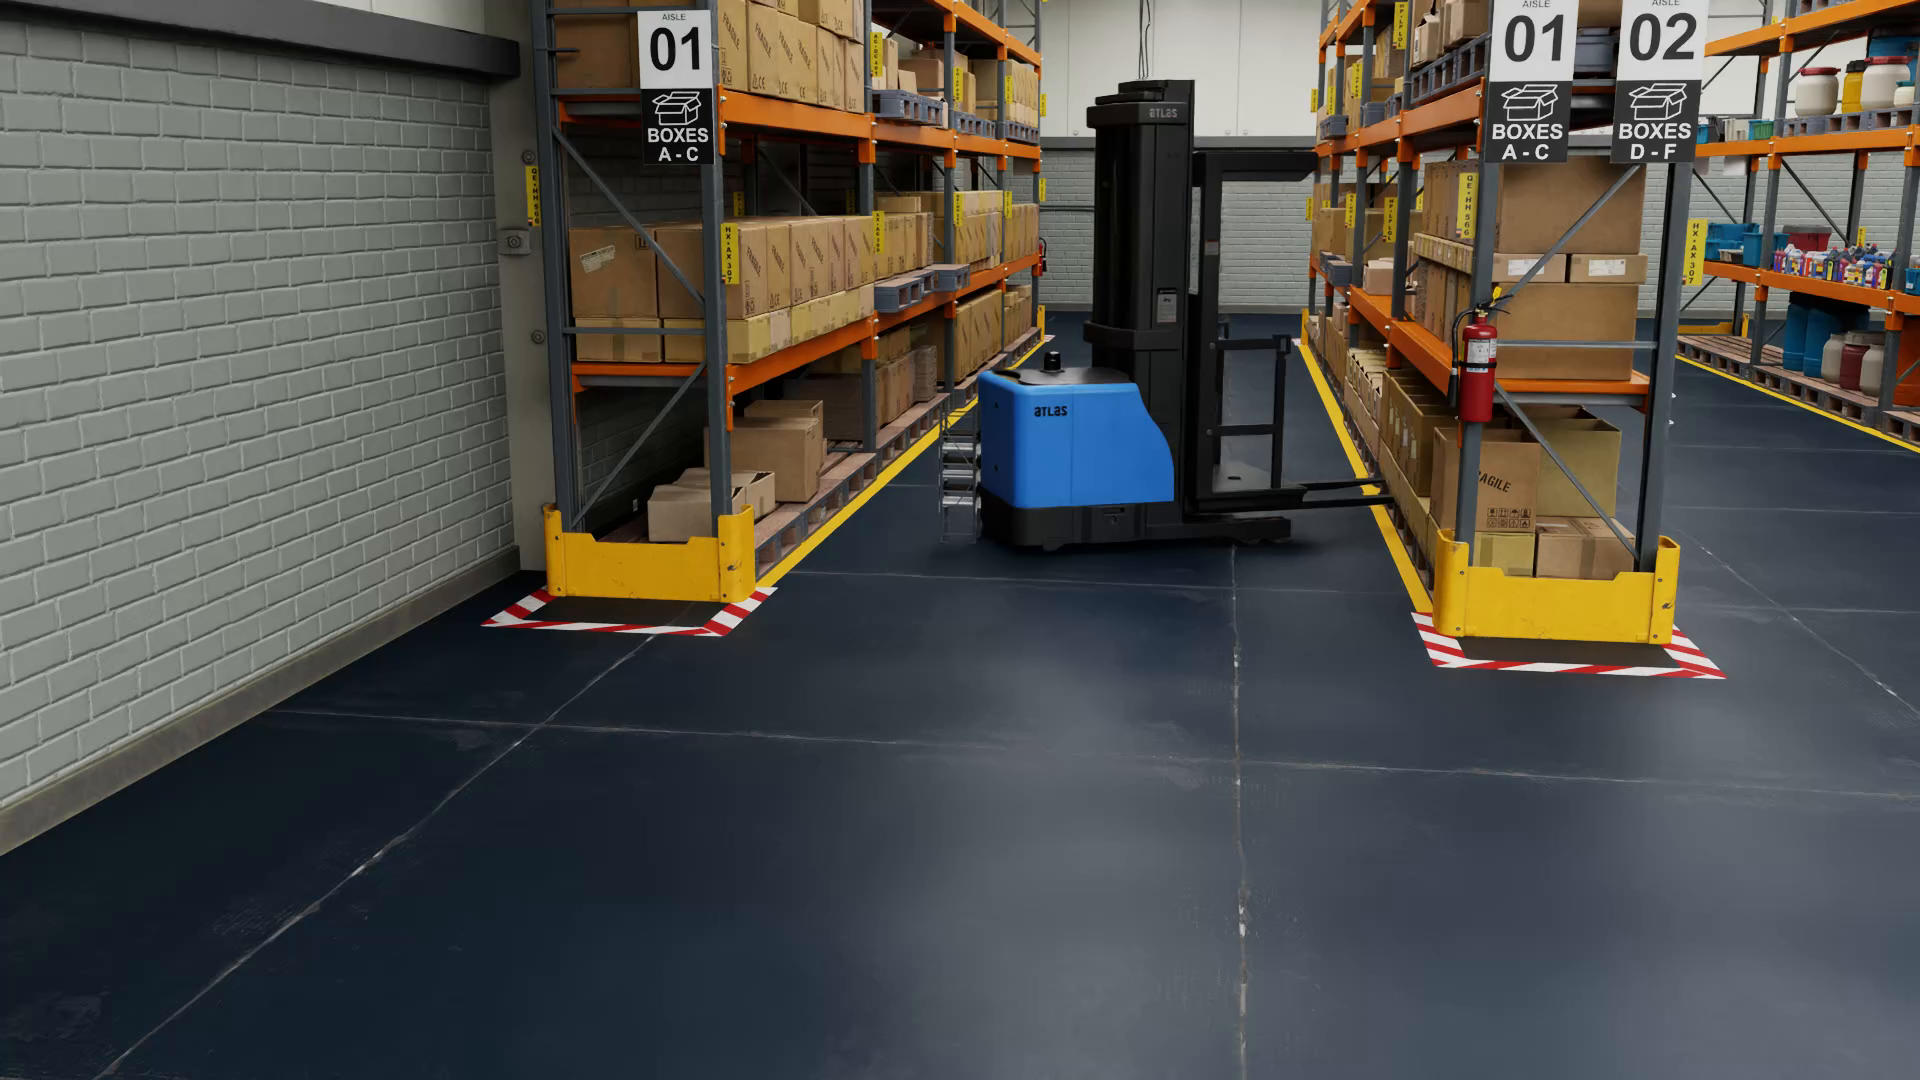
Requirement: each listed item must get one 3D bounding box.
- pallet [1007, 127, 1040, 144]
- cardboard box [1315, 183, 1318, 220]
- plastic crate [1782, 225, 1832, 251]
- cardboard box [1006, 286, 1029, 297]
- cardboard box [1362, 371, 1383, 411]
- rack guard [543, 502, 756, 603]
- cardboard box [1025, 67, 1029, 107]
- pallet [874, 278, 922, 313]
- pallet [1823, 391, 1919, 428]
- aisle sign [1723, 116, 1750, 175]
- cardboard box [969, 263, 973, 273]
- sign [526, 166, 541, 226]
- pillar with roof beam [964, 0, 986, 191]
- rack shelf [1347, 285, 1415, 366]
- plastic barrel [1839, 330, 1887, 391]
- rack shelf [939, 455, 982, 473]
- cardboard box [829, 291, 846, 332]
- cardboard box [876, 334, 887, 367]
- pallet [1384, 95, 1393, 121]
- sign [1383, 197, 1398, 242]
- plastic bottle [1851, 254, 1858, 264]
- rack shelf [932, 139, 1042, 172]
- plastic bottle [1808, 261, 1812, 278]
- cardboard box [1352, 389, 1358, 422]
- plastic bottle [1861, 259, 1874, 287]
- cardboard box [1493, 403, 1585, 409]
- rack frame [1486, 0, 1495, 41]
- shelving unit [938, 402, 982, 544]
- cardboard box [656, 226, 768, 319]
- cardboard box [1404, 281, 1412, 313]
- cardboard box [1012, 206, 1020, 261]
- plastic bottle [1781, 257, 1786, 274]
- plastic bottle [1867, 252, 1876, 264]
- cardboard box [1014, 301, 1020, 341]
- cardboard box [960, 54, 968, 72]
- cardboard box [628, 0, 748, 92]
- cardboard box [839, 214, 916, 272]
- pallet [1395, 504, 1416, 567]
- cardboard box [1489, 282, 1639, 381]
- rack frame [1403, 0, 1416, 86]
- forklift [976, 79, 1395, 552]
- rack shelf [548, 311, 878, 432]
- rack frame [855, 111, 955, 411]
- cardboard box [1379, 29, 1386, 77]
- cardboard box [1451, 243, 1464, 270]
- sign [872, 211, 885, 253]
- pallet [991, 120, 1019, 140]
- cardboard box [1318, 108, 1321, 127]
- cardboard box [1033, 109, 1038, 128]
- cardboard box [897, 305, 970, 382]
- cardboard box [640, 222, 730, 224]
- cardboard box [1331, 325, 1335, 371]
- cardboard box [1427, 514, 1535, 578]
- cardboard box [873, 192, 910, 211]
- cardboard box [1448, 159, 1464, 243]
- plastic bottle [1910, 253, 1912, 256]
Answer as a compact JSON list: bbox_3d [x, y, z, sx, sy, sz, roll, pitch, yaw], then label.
[{"bbox_3d":[0.568,-5.748,23.637,1.003,0.211,1.213,2,12,9],"label":"pallet"},{"bbox_3d":[5.165,-4.665,22.909,0.500,0.500,0.500,2,12,9],"label":"cardboard box"},{"bbox_3d":[10.230,-3.565,20.120,0.402,0.464,0.583,2,12,9],"label":"plastic crate"},{"bbox_3d":[0.784,-3.546,23.723,0.380,0.149,0.250,2,12,10],"label":"cardboard box"},{"bbox_3d":[3.653,-1.264,13.935,0.500,0.311,0.500,2,12,8],"label":"cardboard box"},{"bbox_3d":[-1.778,0.057,9.543,1.175,0.500,0.348,2,12,9],"label":"rack guard"},{"bbox_3d":[0.669,-6.120,22.493,0.500,0.500,0.500,1,12,6],"label":"cardboard box"},{"bbox_3d":[-0.913,-2.043,13.807,1.003,0.211,1.213,2,12,9],"label":"pallet"},{"bbox_3d":[9.310,-1.296,16.506,1.003,0.211,1.213,2,12,9],"label":"pallet"},{"bbox_3d":[10.761,-5.435,22.924,0.394,0.787,0.004,2,12,9],"label":"aisle sign"},{"bbox_3d":[-0.054,-3.082,18.725,0.380,0.149,0.250,2,12,9],"label":"cardboard box"},{"bbox_3d":[-2.335,-1.892,9.154,0.100,0.325,0.005,2,12,9],"label":"sign"},{"bbox_3d":[4.486,-7.863,26.120,9.100,9.000,0.400,2,12,9],"label":"pillar with roof beam"},{"bbox_3d":[4.029,-1.887,14.337,1.077,0.370,4.000,2,12,9],"label":"rack shelf"},{"bbox_3d":[9.462,-1.858,17.220,0.600,0.588,0.708,2,12,9],"label":"plastic barrel"},{"bbox_3d":[0.001,-0.497,10.894,0.258,0.077,0.200,2,12,9],"label":"rack shelf"},{"bbox_3d":[-1.095,-1.601,11.613,0.500,0.250,0.500,2,12,8],"label":"cardboard box"},{"bbox_3d":[-0.937,-1.696,14.851,0.500,0.250,0.500,2,12,7],"label":"cardboard box"},{"bbox_3d":[4.151,-3.652,14.147,1.003,0.211,1.213,2,12,11],"label":"pallet"},{"bbox_3d":[3.183,-2.365,12.288,0.100,0.325,0.005,2,12,9],"label":"sign"},{"bbox_3d":[9.217,-2.806,17.173,0.061,0.283,0.133,2,12,9],"label":"plastic bottle"},{"bbox_3d":[0.364,-5.178,22.489,1.077,0.370,4.000,2,12,9],"label":"rack shelf"},{"bbox_3d":[9.210,-2.929,17.937,0.097,0.201,0.097,0,12,0],"label":"plastic bottle"},{"bbox_3d":[3.815,-1.204,14.988,0.500,0.250,0.500,2,12,7],"label":"cardboard box"},{"bbox_3d":[8.972,-2.641,16.433,0.097,0.271,0.097,0,12,0],"label":"plastic bottle"},{"bbox_3d":[3.641,-0.634,10.565,0.500,0.500,0.500,2,12,9],"label":"cardboard box"},{"bbox_3d":[3.106,-3.922,7.834,1.000,3.000,0.127,2,12,9],"label":"rack frame"},{"bbox_3d":[0.001,-0.442,10.906,0.258,0.900,0.210,2,12,9],"label":"shelving unit"},{"bbox_3d":[-1.419,-1.542,9.557,0.500,0.500,0.500,2,12,9],"label":"cardboard box"},{"bbox_3d":[3.675,-1.946,13.220,0.396,0.266,0.258,2,12,7],"label":"cardboard box"},{"bbox_3d":[0.273,-4.058,21.992,0.980,0.700,0.700,2,12,7],"label":"cardboard box"},{"bbox_3d":[9.347,-3.114,18.796,0.097,0.201,0.097,0,12,0],"label":"plastic bottle"},{"bbox_3d":[9.823,-2.962,17.923,0.097,0.271,0.097,0,12,0],"label":"plastic bottle"},{"bbox_3d":[0.434,-2.994,22.704,0.700,0.500,0.500,2,12,10],"label":"cardboard box"},{"bbox_3d":[-0.209,-5.565,19.516,0.500,0.250,0.500,3,12,13],"label":"cardboard box"},{"bbox_3d":[-1.491,-2.736,9.163,0.500,0.500,0.500,2,12,10],"label":"cardboard box"},{"bbox_3d":[-0.791,-2.720,15.215,0.700,0.500,0.500,2,12,9],"label":"cardboard box"},{"bbox_3d":[3.372,-0.040,10.679,1.003,0.211,1.213,2,12,9],"label":"pallet"},{"bbox_3d":[3.190,-1.135,8.904,0.700,0.500,0.500,2,12,9],"label":"cardboard box"},{"bbox_3d":[3.721,-4.755,11.697,1.000,3.000,0.127,2,12,9],"label":"rack frame"},{"bbox_3d":[1.681,-1.507,11.027,3.031,2.935,1.130,-3,13,-14],"label":"forklift"},{"bbox_3d":[-1.482,-1.214,11.214,1.077,0.370,4.000,2,12,9],"label":"rack shelf"},{"bbox_3d":[-0.559,-2.815,16.934,1.000,3.000,0.127,2,12,9],"label":"rack frame"},{"bbox_3d":[4.488,-4.856,16.674,0.500,0.500,0.500,2,12,9],"label":"cardboard box"},{"bbox_3d":[3.174,-1.711,10.035,0.380,0.149,0.250,2,12,10],"label":"cardboard box"},{"bbox_3d":[-0.637,-2.389,12.905,0.100,0.325,0.005,2,12,9],"label":"sign"},{"bbox_3d":[0.192,-5.240,21.280,1.003,0.211,1.213,2,12,9],"label":"pallet"},{"bbox_3d":[5.146,-5.755,22.629,0.500,0.250,0.500,2,12,9],"label":"cardboard box"},{"bbox_3d":[0.821,-5.966,23.559,0.500,0.250,0.500,2,12,10],"label":"cardboard box"},{"bbox_3d":[-0.316,-2.118,17.807,0.750,0.750,0.750,2,12,8],"label":"cardboard box"},{"bbox_3d":[-1.765,-1.770,10.613,0.500,0.500,0.500,2,12,7],"label":"cardboard box"},{"bbox_3d":[4.481,-2.173,18.845,0.500,0.500,0.500,2,12,9],"label":"cardboard box"},{"bbox_3d":[2.896,0.028,9.273,0.500,0.250,0.500,2,12,9],"label":"cardboard box"},{"bbox_3d":[-0.746,-3.488,17.288,0.500,0.250,0.500,2,12,10],"label":"cardboard box"},{"bbox_3d":[3.428,-2.099,10.298,0.700,0.500,0.500,2,12,9],"label":"cardboard box"},{"bbox_3d":[9.858,-2.871,17.312,0.144,0.351,0.185,2,12,9],"label":"plastic bottle"}]
